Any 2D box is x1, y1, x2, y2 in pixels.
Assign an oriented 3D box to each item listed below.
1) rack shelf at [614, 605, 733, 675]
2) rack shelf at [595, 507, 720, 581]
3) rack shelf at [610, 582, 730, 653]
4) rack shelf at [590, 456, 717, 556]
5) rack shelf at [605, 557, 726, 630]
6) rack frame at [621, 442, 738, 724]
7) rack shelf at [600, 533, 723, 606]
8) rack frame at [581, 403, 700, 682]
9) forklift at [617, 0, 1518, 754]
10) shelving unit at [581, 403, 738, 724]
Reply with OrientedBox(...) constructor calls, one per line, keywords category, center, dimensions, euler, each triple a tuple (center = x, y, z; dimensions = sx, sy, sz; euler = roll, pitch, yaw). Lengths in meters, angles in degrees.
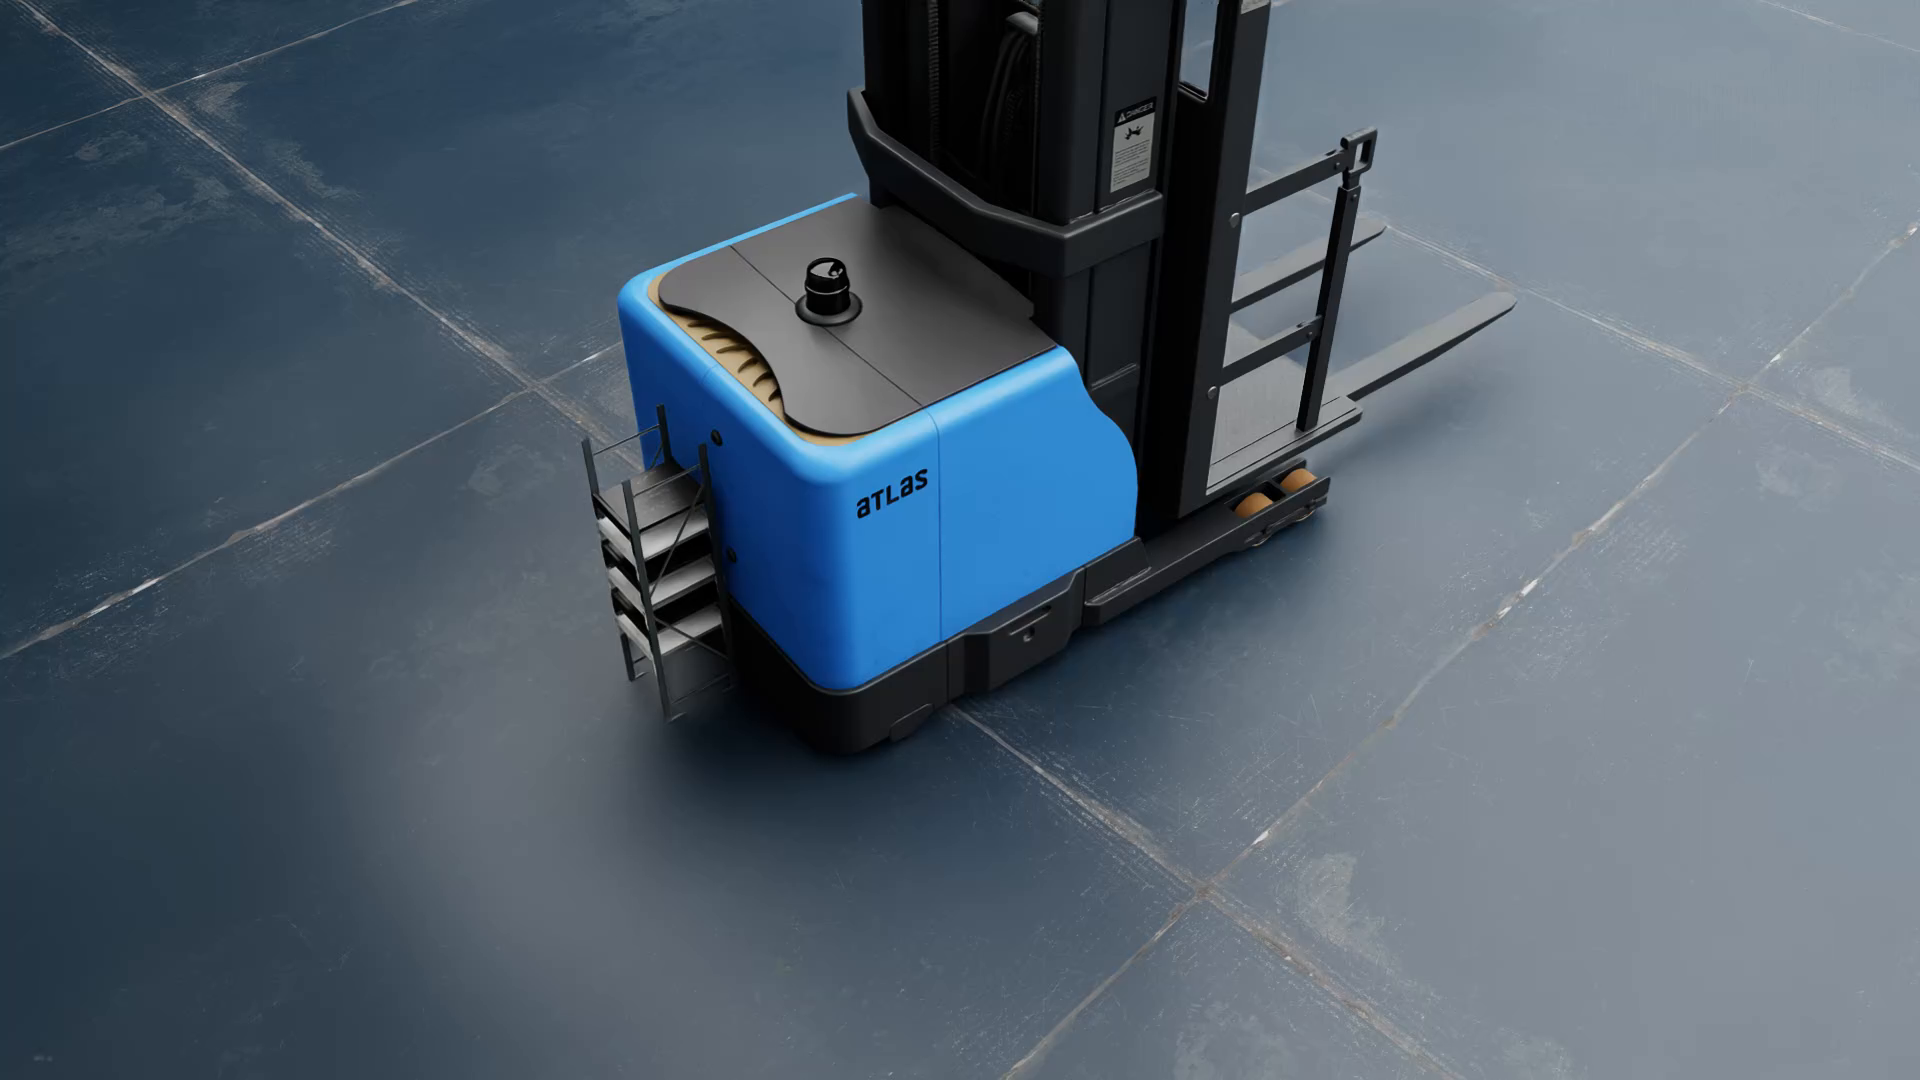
OrientedBox(category="rack shelf", center=(-0.798, 0.239, 4.643), dimensions=(0.258, 0.077, 0.200), euler=(-28, 50, -27))
OrientedBox(category="rack shelf", center=(-0.798, -0.025, 4.398), dimensions=(0.258, 0.077, 0.200), euler=(-28, 50, -27))
OrientedBox(category="rack shelf", center=(-0.798, 0.173, 4.582), dimensions=(0.258, 0.077, 0.200), euler=(-28, 50, -27))
OrientedBox(category="rack shelf", center=(-0.798, -0.092, 4.337), dimensions=(0.258, 0.077, 0.200), euler=(-28, 50, -27))
OrientedBox(category="rack shelf", center=(-0.798, 0.107, 4.520), dimensions=(0.258, 0.077, 0.200), euler=(-28, 50, -27))
OrientedBox(category="rack frame", center=(-0.735, 0.136, 4.439), dimensions=(0.240, 0.900, 0.006), euler=(-28, 50, -27))
OrientedBox(category="rack shelf", center=(-0.798, 0.041, 4.459), dimensions=(0.258, 0.077, 0.200), euler=(-28, 50, -27))
OrientedBox(category="rack frame", center=(-0.862, 0.028, 4.556), dimensions=(0.240, 0.900, 0.006), euler=(-28, 50, -27))
OrientedBox(category="forklift", center=(0.553, -1.318, 4.516), dimensions=(3.031, 2.935, 1.130), euler=(-27, 49, -26))
OrientedBox(category="shelving unit", center=(-0.798, 0.082, 4.498), dimensions=(0.258, 0.900, 0.210), euler=(-28, 50, -27))
